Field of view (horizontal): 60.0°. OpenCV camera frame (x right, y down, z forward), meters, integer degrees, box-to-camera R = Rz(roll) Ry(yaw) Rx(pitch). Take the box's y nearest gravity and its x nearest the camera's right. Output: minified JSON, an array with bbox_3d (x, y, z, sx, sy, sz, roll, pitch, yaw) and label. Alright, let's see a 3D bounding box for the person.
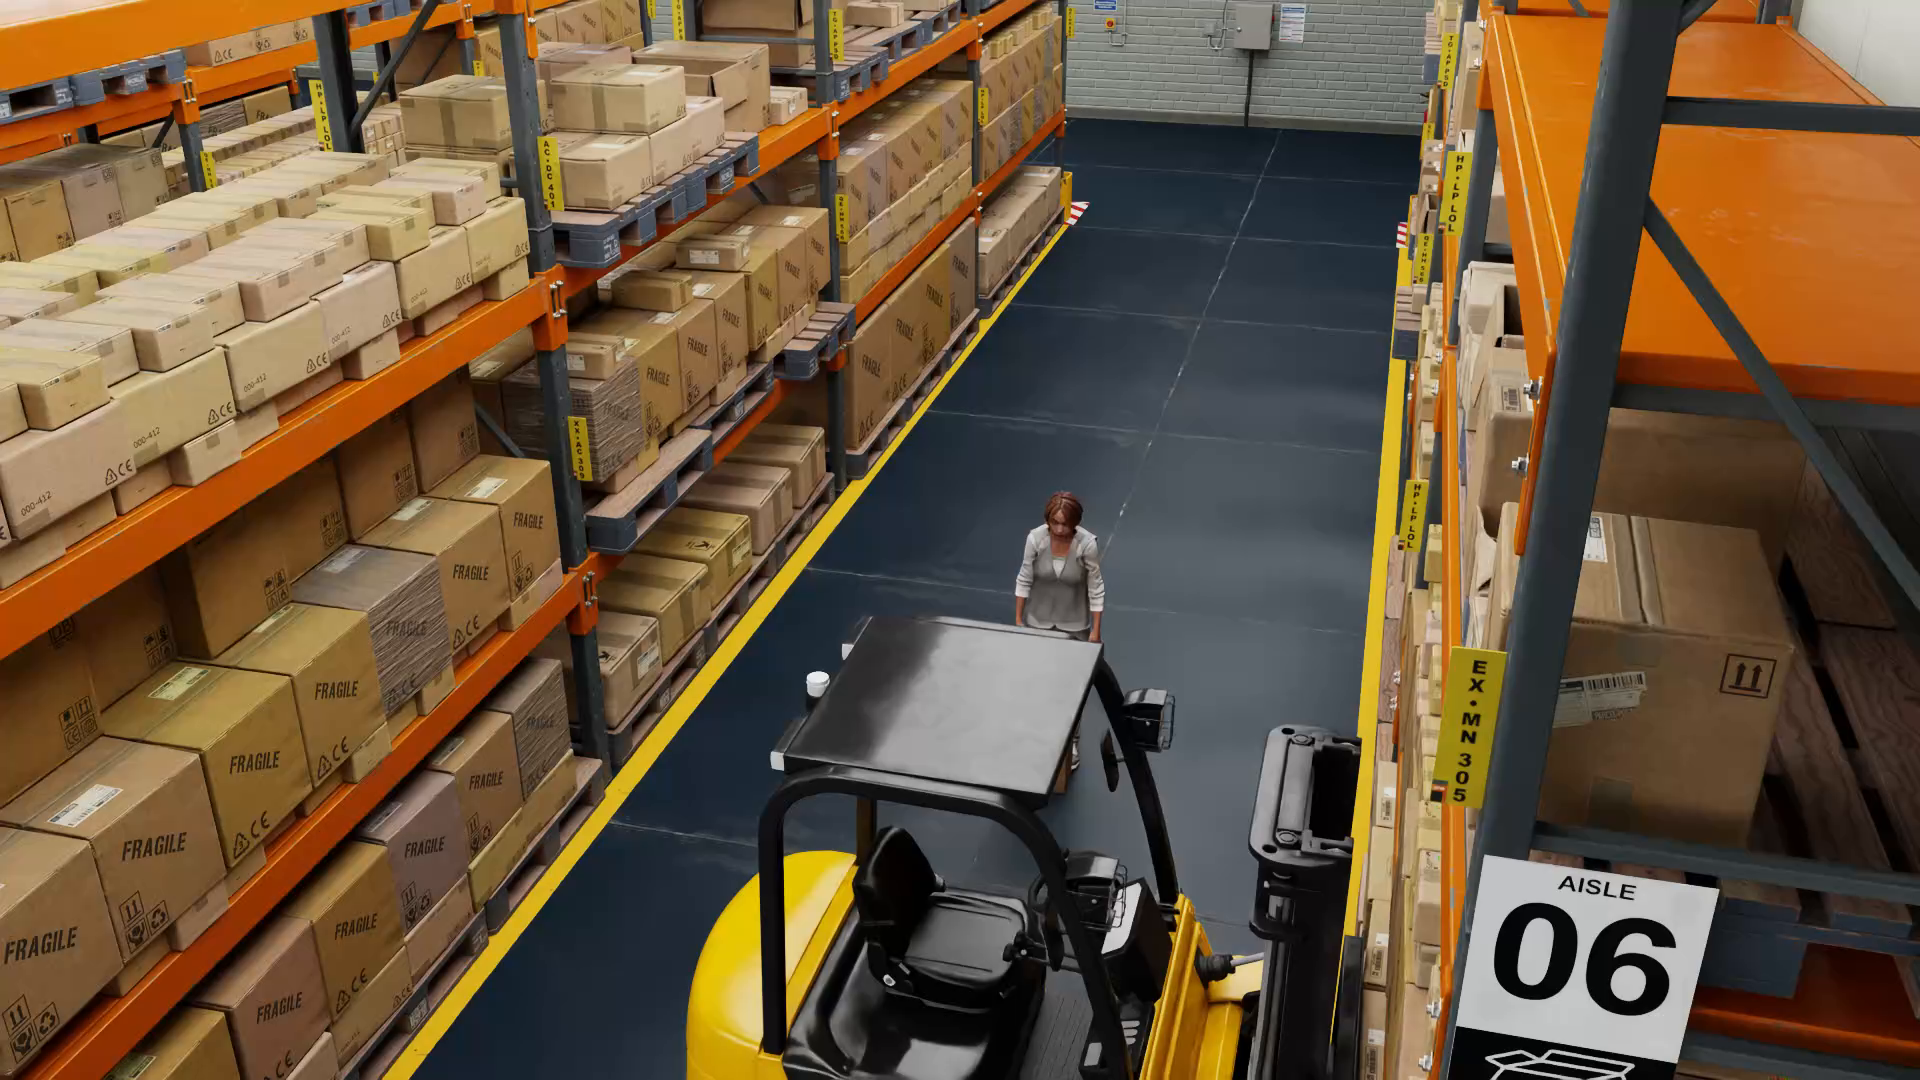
[{"bbox_3d":[0.511,0.455,8.750,0.483,1.594,0.341,5,26,11],"label":"person"}]
